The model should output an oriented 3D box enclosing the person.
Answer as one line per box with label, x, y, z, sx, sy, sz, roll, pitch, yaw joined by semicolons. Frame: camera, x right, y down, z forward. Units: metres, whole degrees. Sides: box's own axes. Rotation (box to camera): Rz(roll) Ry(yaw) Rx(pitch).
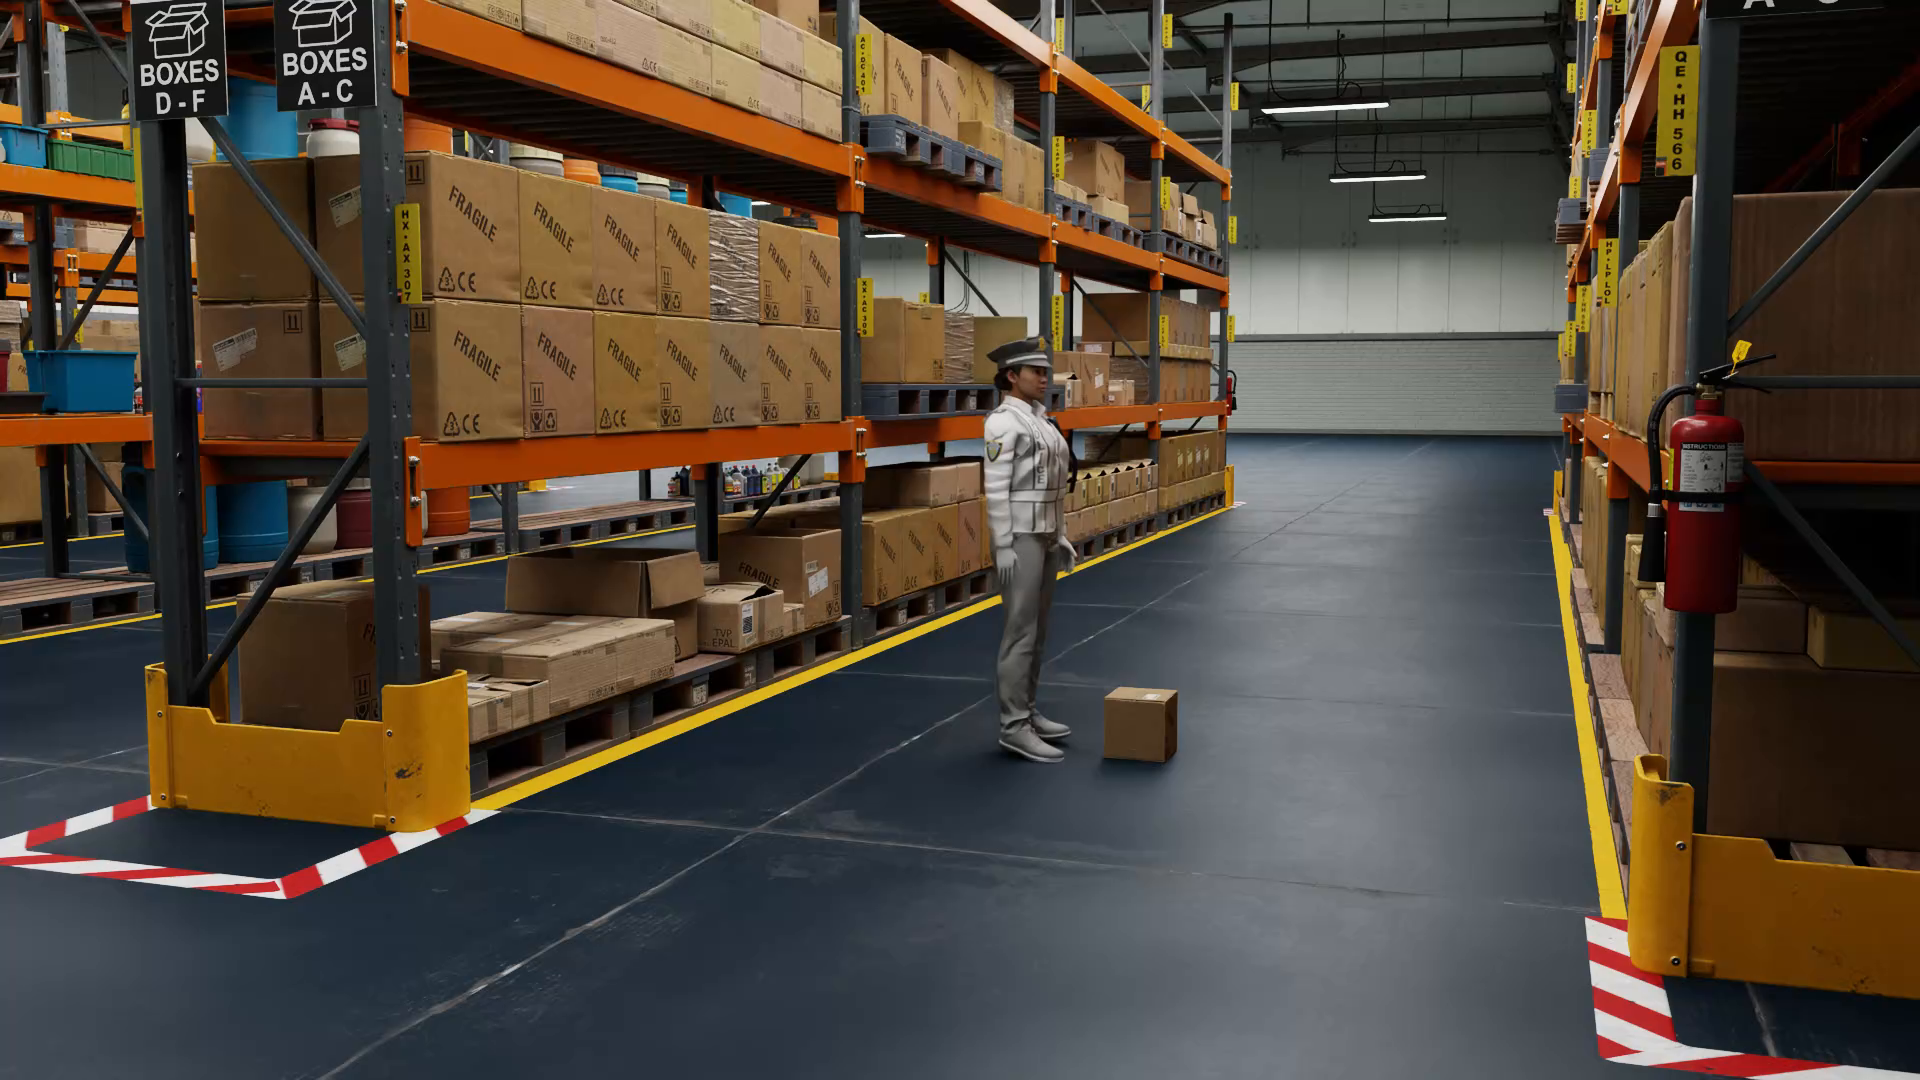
person;0.308;0.019;6.844;0.400;1.711;0.500;2;6;24
